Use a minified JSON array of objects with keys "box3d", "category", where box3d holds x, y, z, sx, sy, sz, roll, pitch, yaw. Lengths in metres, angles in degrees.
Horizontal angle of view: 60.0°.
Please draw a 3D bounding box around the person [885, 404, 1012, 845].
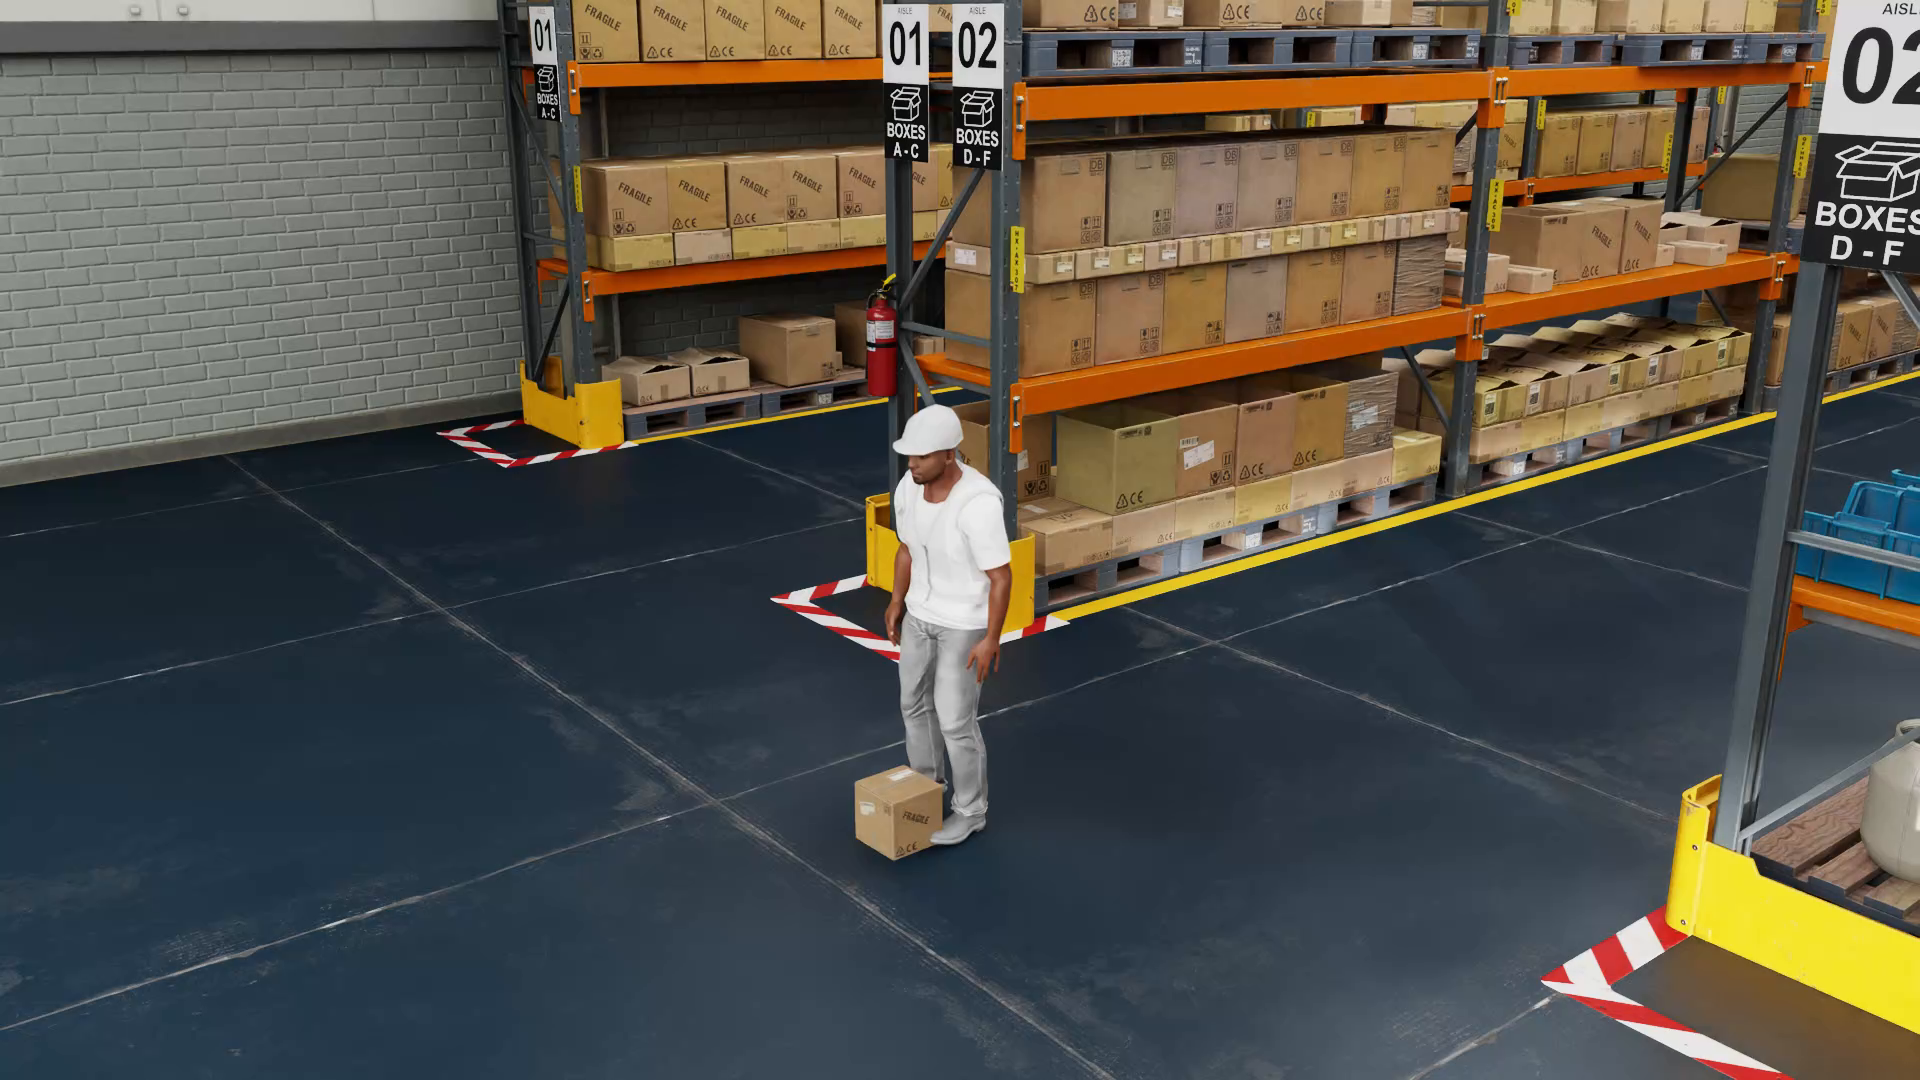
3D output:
[{"box3d":[-0.070,0.318,6.519,0.463,1.759,0.626,-15,23,-39],"category":"person"}]
